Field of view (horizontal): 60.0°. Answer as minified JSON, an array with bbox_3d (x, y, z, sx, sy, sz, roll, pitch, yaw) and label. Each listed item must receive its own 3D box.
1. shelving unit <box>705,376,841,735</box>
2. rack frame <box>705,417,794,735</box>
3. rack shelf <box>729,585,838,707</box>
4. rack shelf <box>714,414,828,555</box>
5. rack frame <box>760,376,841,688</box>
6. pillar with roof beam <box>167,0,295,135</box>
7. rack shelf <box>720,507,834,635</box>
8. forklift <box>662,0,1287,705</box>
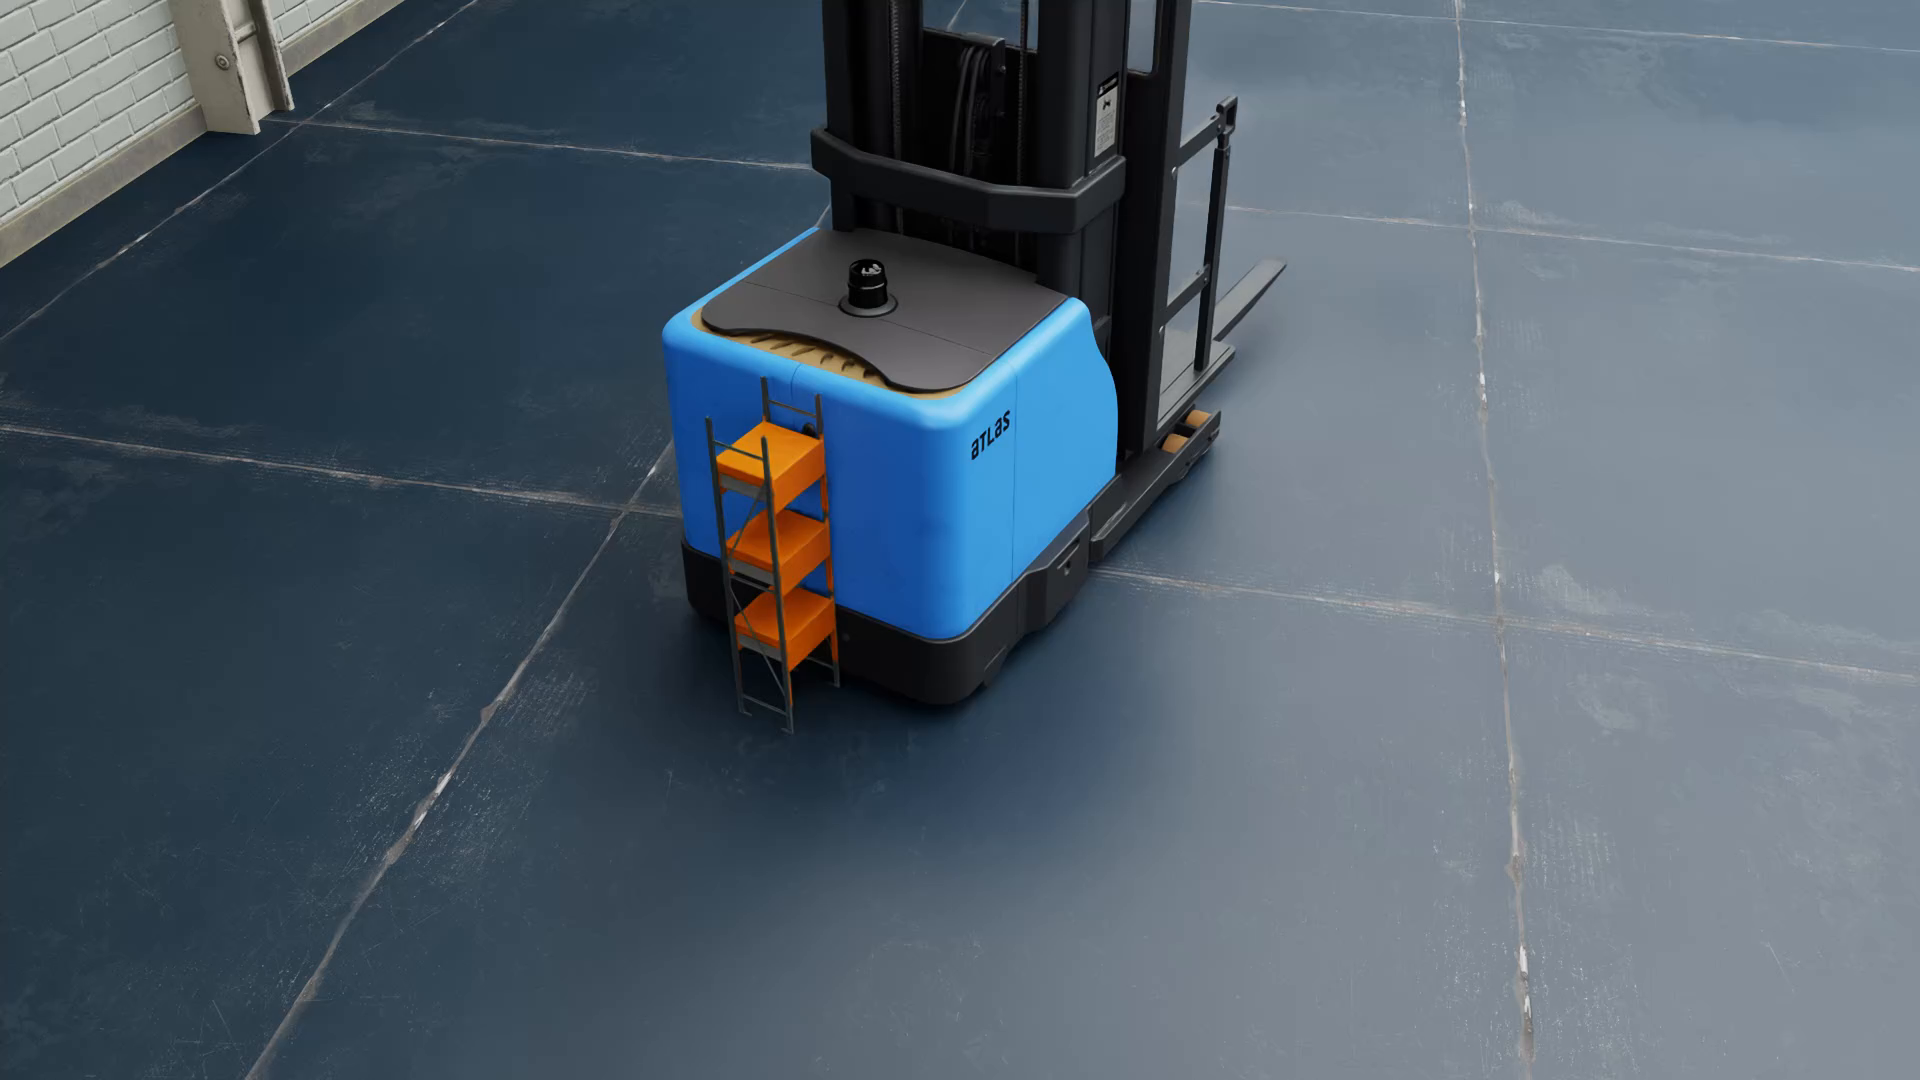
[{"bbox_3d":[-0.522,0.064,4.764,0.215,1.050,0.252,20,41,25],"label":"shelving unit"},{"bbox_3d":[-0.585,0.126,4.681,0.200,1.050,0.008,20,41,25],"label":"rack frame"},{"bbox_3d":[-0.520,0.296,4.936,0.215,0.259,0.240,20,41,25],"label":"rack shelf"},{"bbox_3d":[-0.524,-0.156,4.602,0.215,0.259,0.240,20,41,25],"label":"rack shelf"},{"bbox_3d":[-0.459,0.002,4.848,0.200,1.050,0.008,20,41,25],"label":"rack frame"},{"bbox_3d":[0.425,-5.347,5.460,9.100,9.000,0.400,7,37,10],"label":"pillar with roof beam"},{"bbox_3d":[-0.522,0.072,4.771,0.215,0.259,0.240,20,41,25],"label":"rack shelf"},{"bbox_3d":[0.311,-1.534,5.368,1.130,2.935,3.031,19,40,25],"label":"forklift"}]
